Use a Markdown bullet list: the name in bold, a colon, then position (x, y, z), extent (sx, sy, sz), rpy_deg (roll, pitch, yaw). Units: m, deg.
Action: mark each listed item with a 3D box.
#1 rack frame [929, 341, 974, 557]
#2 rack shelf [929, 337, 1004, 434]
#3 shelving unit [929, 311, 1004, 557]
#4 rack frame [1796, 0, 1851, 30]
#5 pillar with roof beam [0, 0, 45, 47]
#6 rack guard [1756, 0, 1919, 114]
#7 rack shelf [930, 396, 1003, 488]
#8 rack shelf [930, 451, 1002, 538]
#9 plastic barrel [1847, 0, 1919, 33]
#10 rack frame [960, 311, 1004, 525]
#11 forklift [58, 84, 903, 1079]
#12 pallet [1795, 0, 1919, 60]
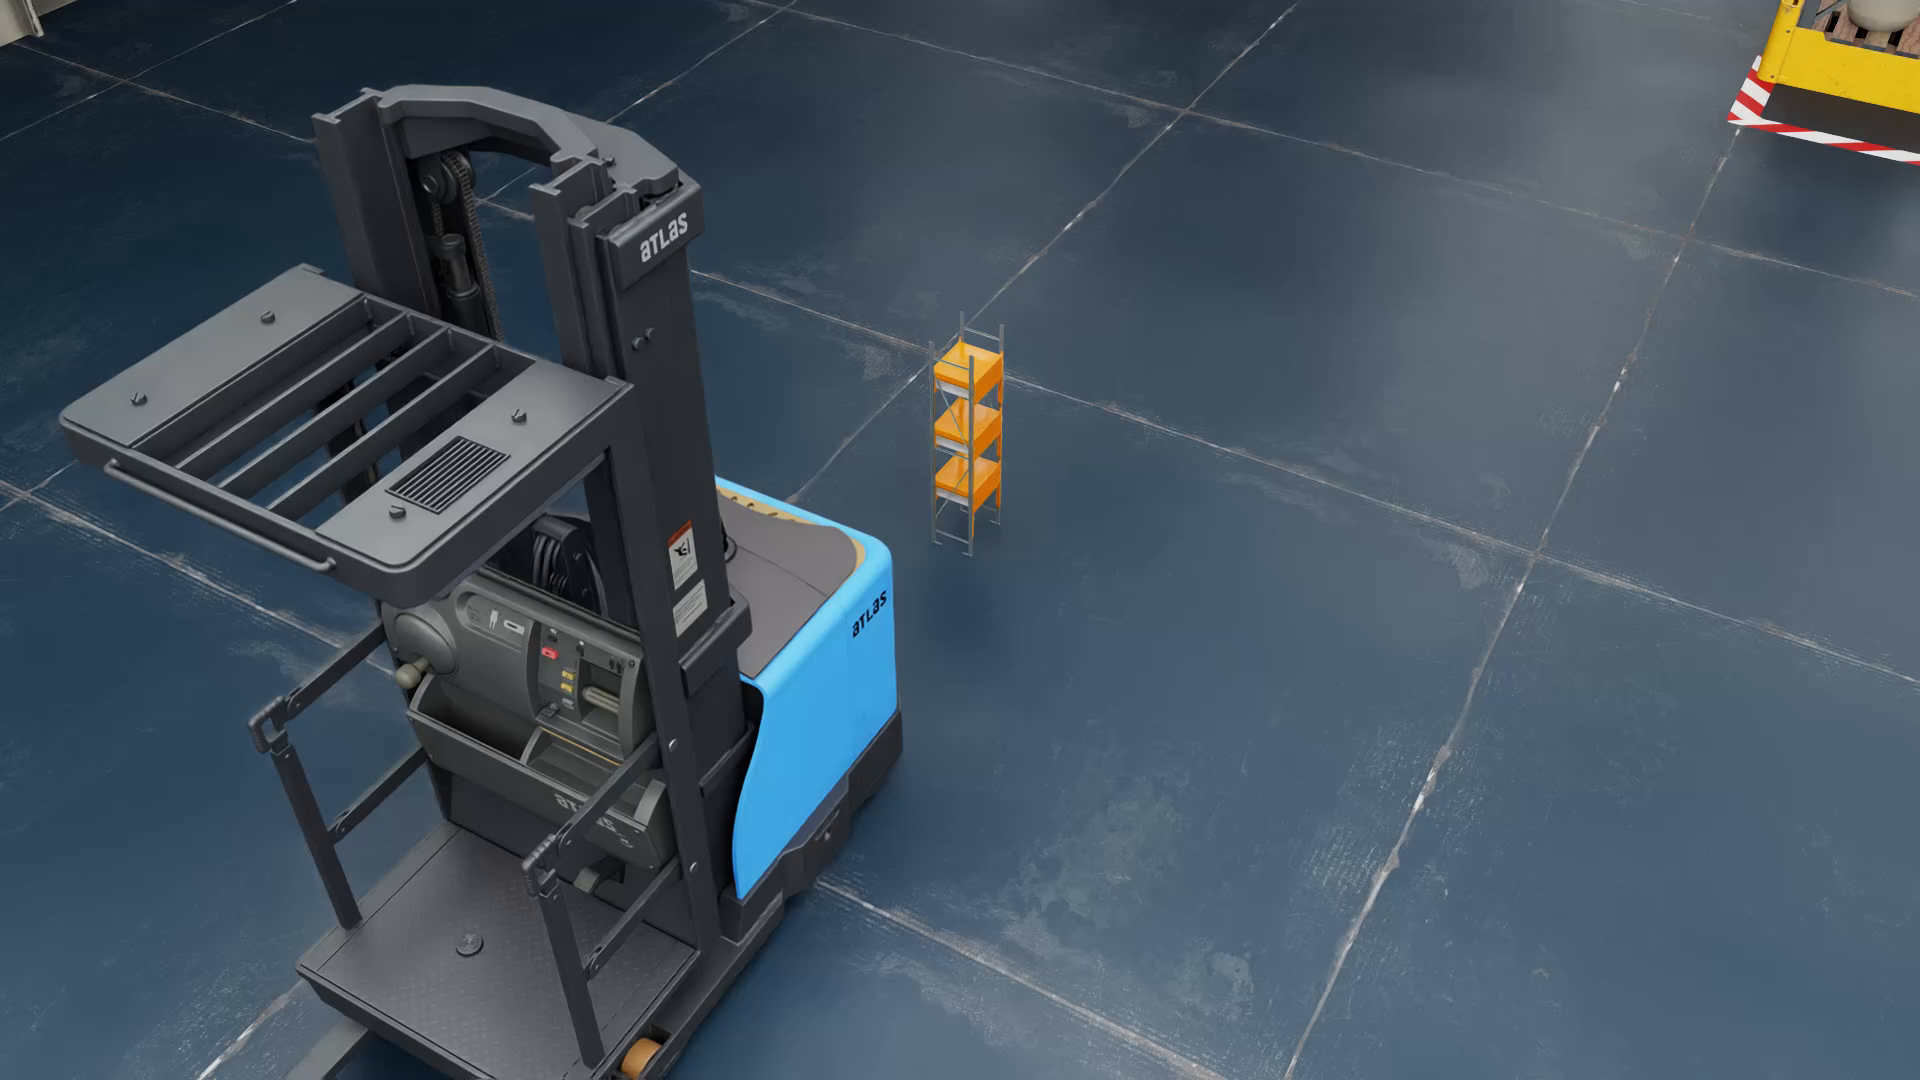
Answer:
- **rack frame**: position (-0.034, -0.355, 6.859), extent (0.200, 1.050, 0.008), rpy_deg (21, 45, 22)
- **rack shelf**: position (0.027, -0.630, 6.757), extent (0.215, 0.259, 0.240), rpy_deg (21, 45, 22)
- **shelving unit**: position (0.027, -0.425, 6.938), extent (0.215, 1.050, 0.252), rpy_deg (21, 45, 22)
- **rack frame**: position (5.651, -3.905, 9.415), extent (1.000, 3.000, 0.127), rpy_deg (21, 45, 22)
- **pillar with roof beam**: position (-2.601, -5.263, 6.417), extent (9.100, 9.000, 0.400), rpy_deg (21, 45, 22)
- **rack guard**: position (5.648, -3.026, 10.308), extent (1.175, 0.500, 0.348), rpy_deg (21, 45, 22)
- **rack shelf**: position (0.027, -0.417, 6.945), extent (0.215, 0.259, 0.240), rpy_deg (21, 45, 22)
- **rack shelf**: position (0.027, -0.208, 7.128), extent (0.215, 0.259, 0.240), rpy_deg (21, 45, 22)
- **plastic barrel**: position (5.914, -3.531, 10.555), extent (0.421, 0.512, 0.421), rpy_deg (0, 41, 0)
- **rack frame**: position (0.088, -0.494, 7.017), extent (0.200, 1.050, 0.008), rpy_deg (21, 45, 22)
- **forklift**: position (-1.385, 0.404, 4.573), extent (1.130, 2.935, 3.031), rpy_deg (21, 45, 22)
- **pallet**: position (6.059, -3.381, 10.929), extent (1.003, 0.211, 1.213), rpy_deg (21, 45, 22)
